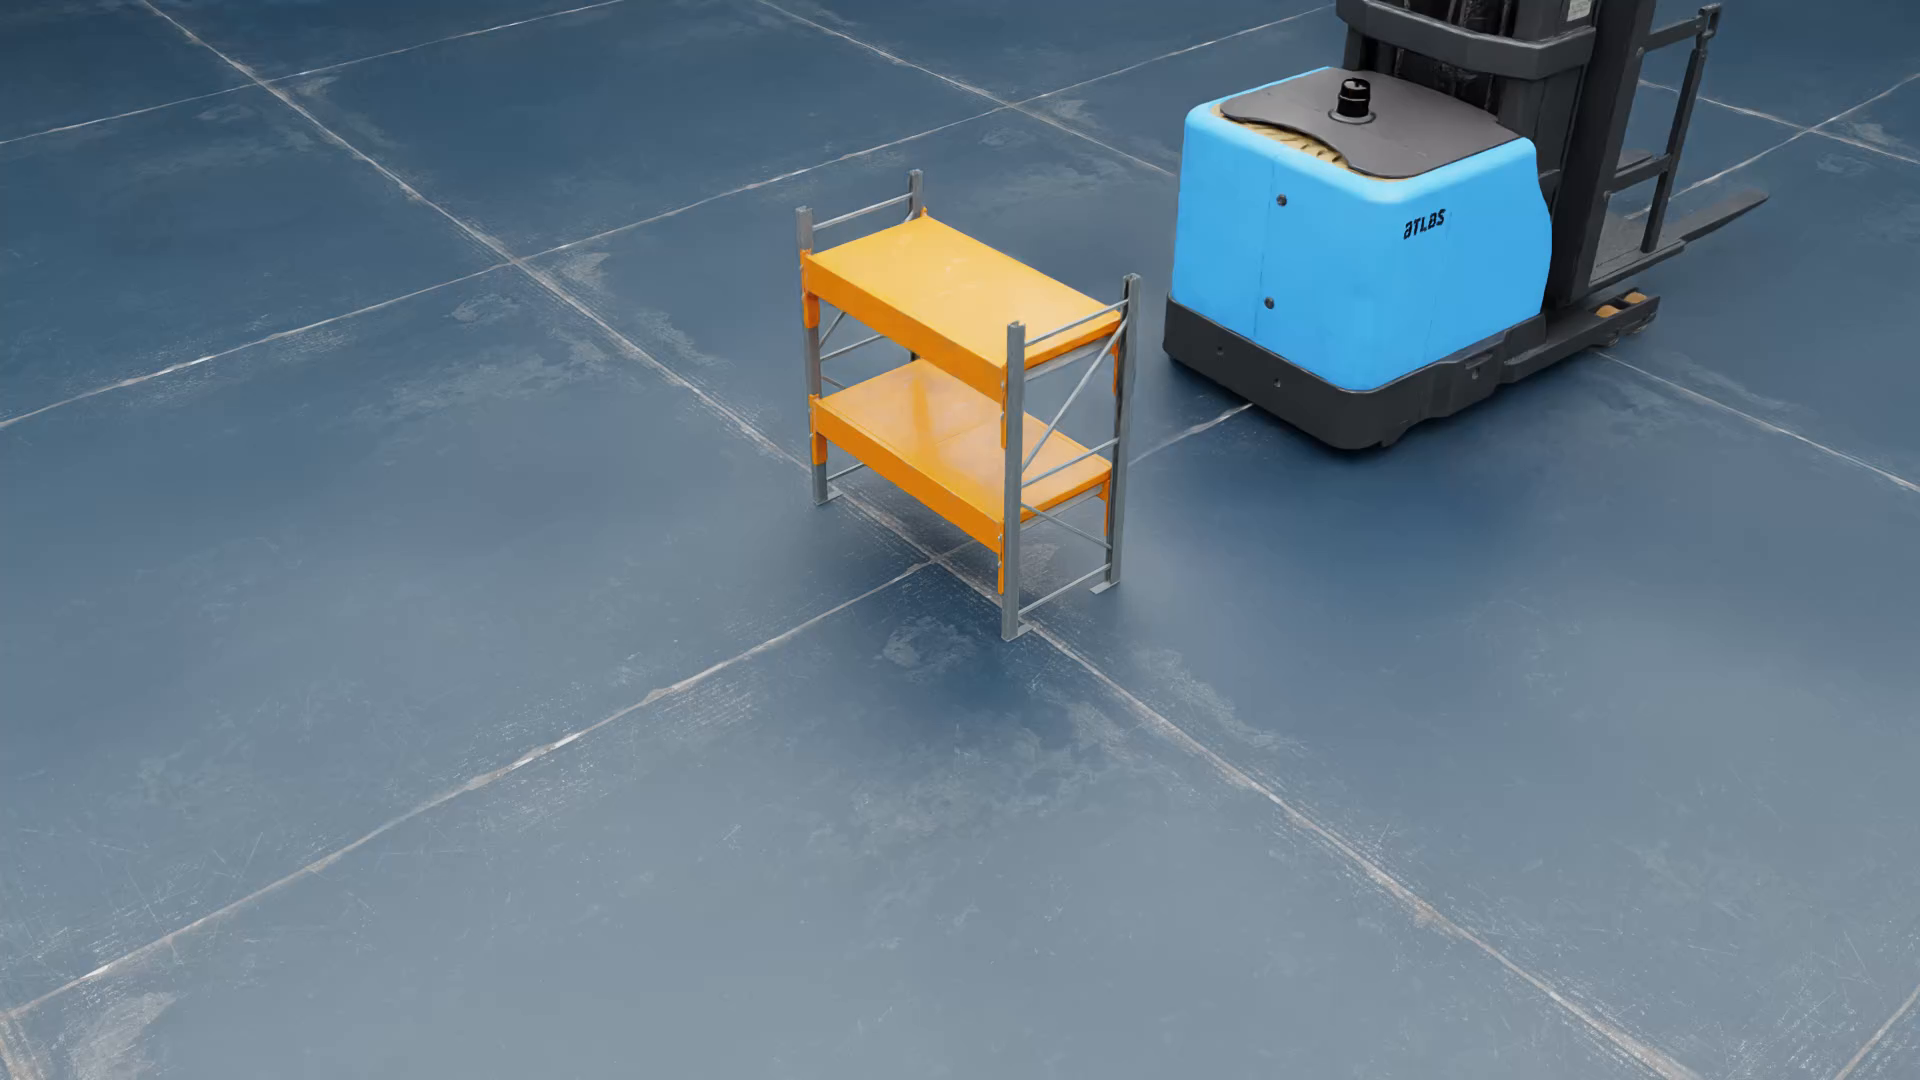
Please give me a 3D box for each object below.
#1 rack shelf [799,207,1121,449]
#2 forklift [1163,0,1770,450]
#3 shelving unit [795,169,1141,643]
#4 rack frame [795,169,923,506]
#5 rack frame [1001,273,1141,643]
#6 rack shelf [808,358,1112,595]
[{"bbox_3d":[0.004,-0.695,5.252,0.538,0.278,1.000,-26,43,-32],"label":"rack shelf"},{"bbox_3d":[2.299,-2.215,6.342,3.031,2.935,1.130,-24,42,-30],"label":"forklift"},{"bbox_3d":[0.004,-0.456,5.421,0.538,1.125,1.048,-26,43,-32],"label":"shelving unit"},{"bbox_3d":[-0.324,-0.680,5.738,0.500,1.125,0.032,-26,43,-32],"label":"rack frame"},{"bbox_3d":[0.332,-0.232,5.104,0.500,1.125,0.032,-26,43,-32],"label":"rack frame"},{"bbox_3d":[0.004,-0.257,5.562,0.538,0.278,1.000,-26,43,-32],"label":"rack shelf"}]
